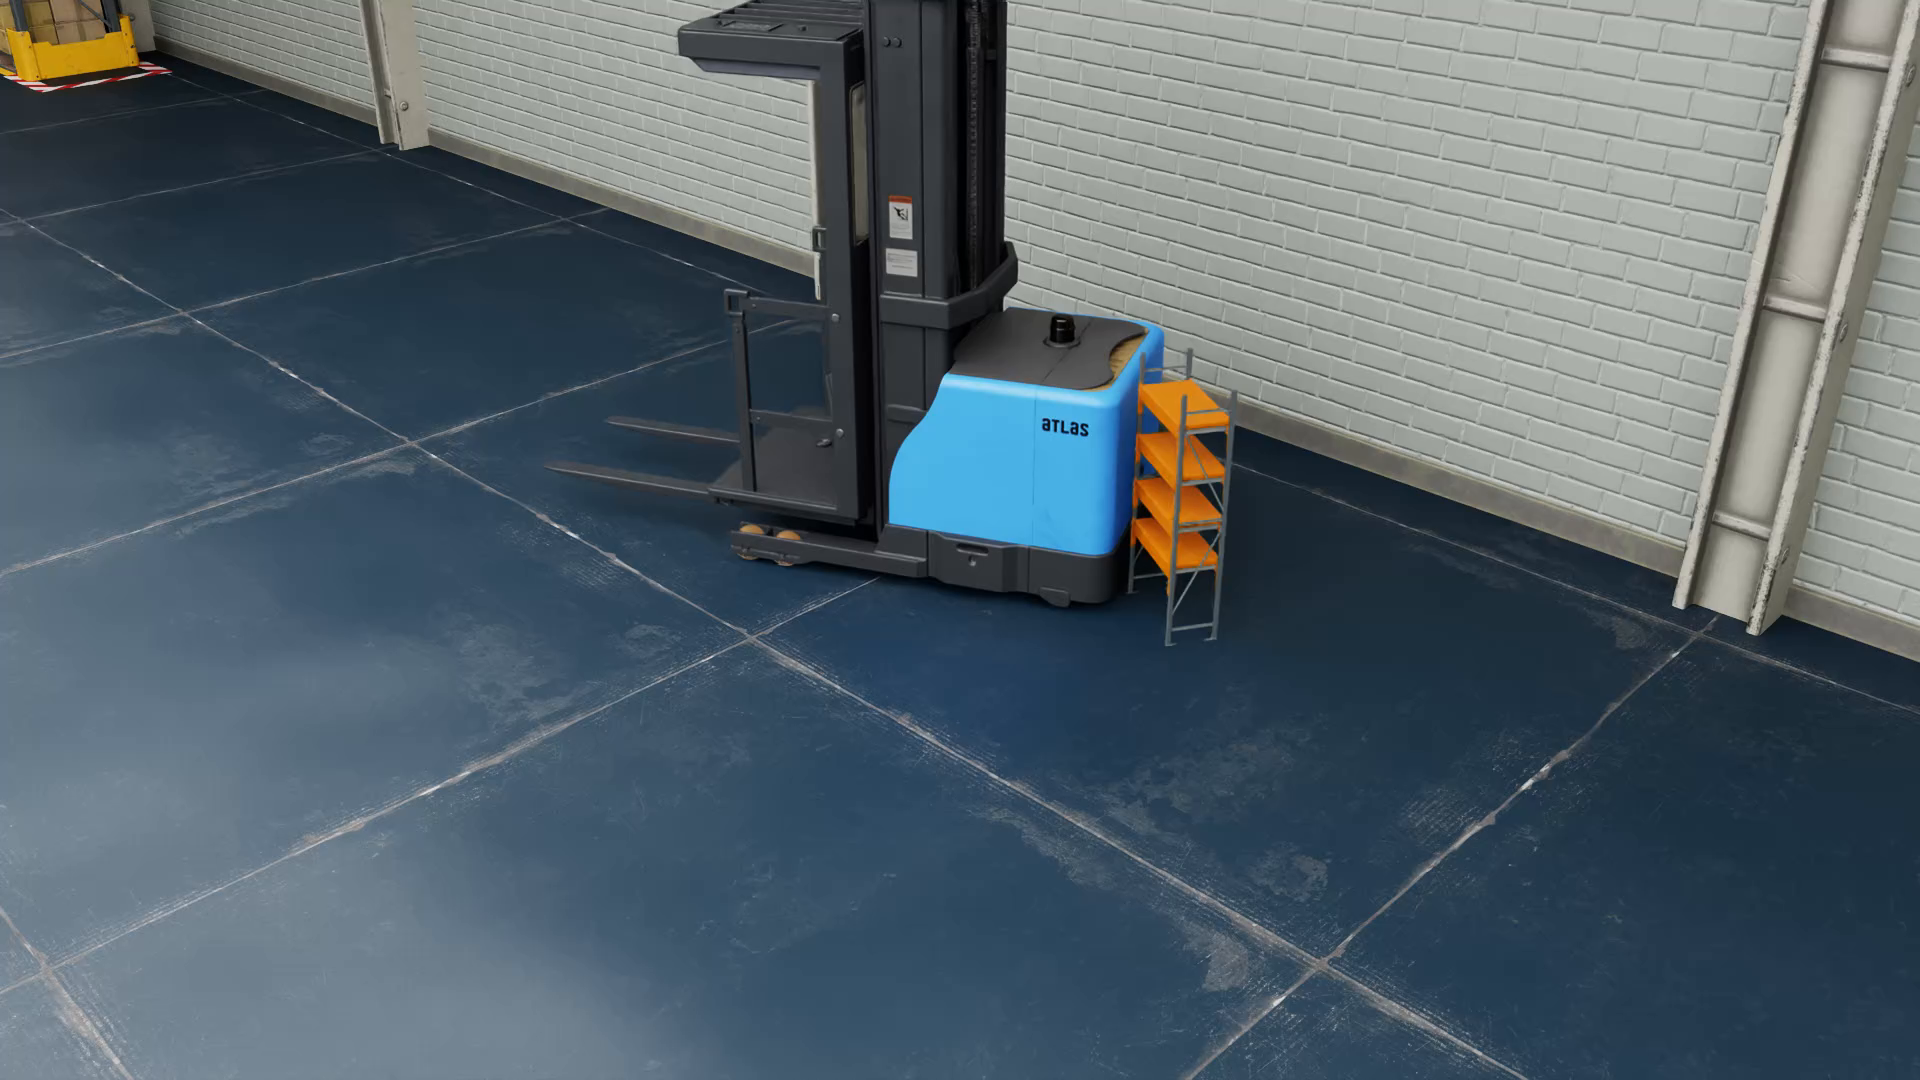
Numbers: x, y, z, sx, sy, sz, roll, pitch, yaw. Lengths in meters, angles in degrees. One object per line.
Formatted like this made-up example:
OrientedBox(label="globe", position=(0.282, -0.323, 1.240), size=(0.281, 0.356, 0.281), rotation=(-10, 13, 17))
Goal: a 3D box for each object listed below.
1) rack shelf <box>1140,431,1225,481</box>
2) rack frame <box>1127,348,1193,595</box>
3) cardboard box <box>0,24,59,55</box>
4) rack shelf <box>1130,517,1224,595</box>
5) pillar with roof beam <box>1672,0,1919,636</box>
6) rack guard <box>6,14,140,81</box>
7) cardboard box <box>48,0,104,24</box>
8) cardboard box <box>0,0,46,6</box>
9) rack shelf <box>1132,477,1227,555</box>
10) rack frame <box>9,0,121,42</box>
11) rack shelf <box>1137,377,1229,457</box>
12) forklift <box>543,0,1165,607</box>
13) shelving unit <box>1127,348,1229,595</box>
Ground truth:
OrientedBox(label="rack shelf", position=(0.963, -0.369, 7.212), size=(0.221, 0.021, 0.457), rotation=(-7, 29, -13))
OrientedBox(label="rack frame", position=(0.900, -0.293, 7.519), size=(0.240, 1.200, 0.015), rotation=(-7, 29, -13))
OrientedBox(label="cardboard box", position=(-9.994, -5.377, 17.756), size=(0.500, 0.250, 0.500), rotation=(25, 37, 39))
OrientedBox(label="rack shelf", position=(0.963, 0.052, 7.434), size=(0.258, 0.148, 0.480), rotation=(-7, 29, -13))
OrientedBox(label="pillar with roof beam", position=(0.515, -2.239, 2.840), size=(0.400, 9.000, 9.100), rotation=(25, 36, 38))
OrientedBox(label="rack guard", position=(-9.420, -5.246, 17.689), size=(0.348, 0.500, 1.175), rotation=(25, 36, 38))
OrientedBox(label="cardboard box", position=(-9.627, -5.772, 17.971), size=(0.500, 0.250, 0.500), rotation=(-25, 36, -38))
OrientedBox(label="cardboard box", position=(-9.984, -5.818, 17.520), size=(0.500, 0.250, 0.500), rotation=(-24, 36, -38))
OrientedBox(label="rack shelf", position=(0.963, -0.124, 7.341), size=(0.258, 0.148, 0.480), rotation=(-7, 29, -13))
OrientedBox(label="rack frame", position=(-15.431, -8.735, 18.622), size=(12.086, 5.808, 5.935), rotation=(25, 36, 38))
OrientedBox(label="rack shelf", position=(0.963, -0.531, 7.127), size=(0.258, 0.148, 0.480), rotation=(-7, 29, -13))
OrientedBox(label="forklift", position=(-0.590, -1.392, 7.748), size=(3.031, 2.935, 1.130), rotation=(9, 29, 17))
OrientedBox(label="shelving unit", position=(0.961, -0.186, 7.315), size=(0.258, 1.200, 0.492), rotation=(-7, 29, -13))
